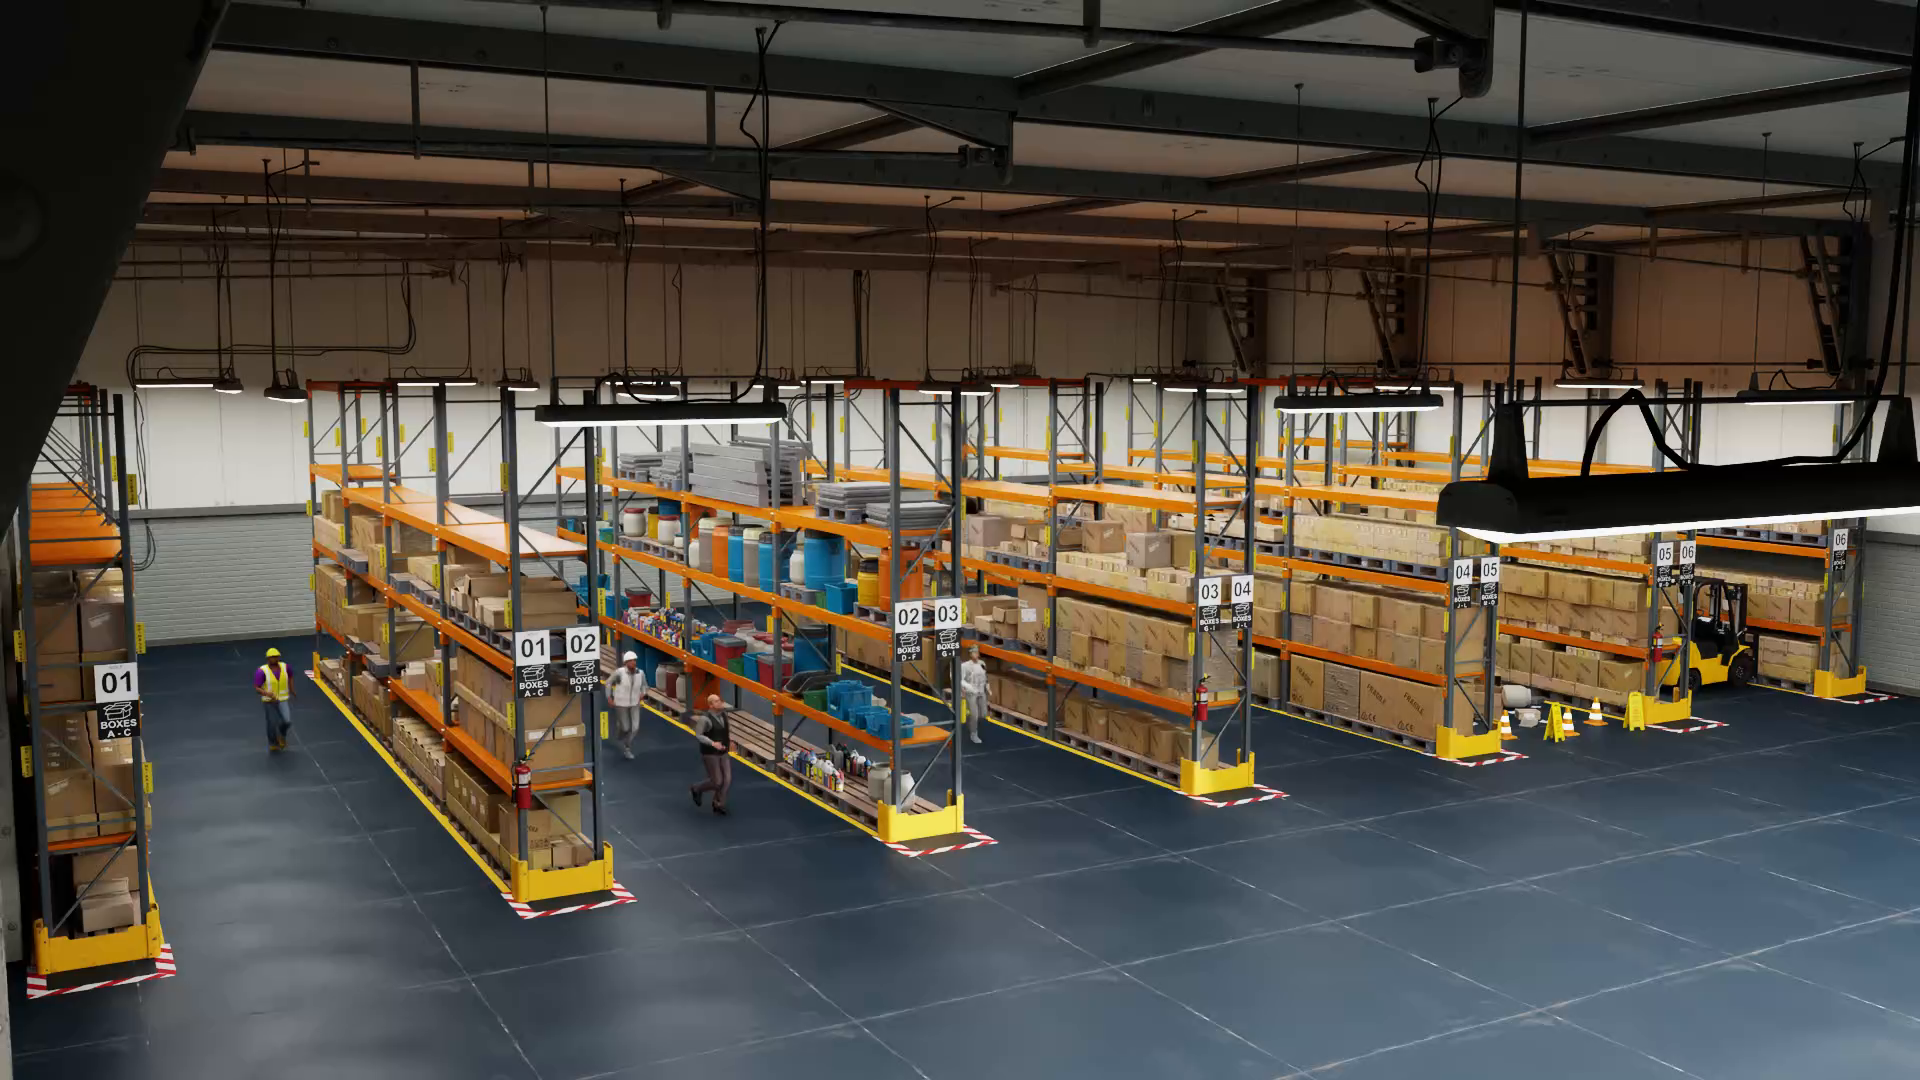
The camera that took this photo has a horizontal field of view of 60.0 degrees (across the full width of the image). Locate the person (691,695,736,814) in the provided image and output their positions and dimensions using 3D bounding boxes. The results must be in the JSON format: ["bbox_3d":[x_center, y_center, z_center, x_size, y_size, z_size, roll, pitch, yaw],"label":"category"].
[{"bbox_3d":[-3.475,3.005,23.441,0.654,1.681,0.654,4,7,32],"label":"person"}]

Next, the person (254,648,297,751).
[{"bbox_3d":[-11.074,2.597,26.966,0.682,1.716,0.699,-5,8,-38],"label":"person"}]

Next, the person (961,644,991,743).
[{"bbox_3d":[0.244,2.559,27.871,0.616,1.660,0.548,-3,7,-29],"label":"person"}]

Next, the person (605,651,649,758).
[{"bbox_3d":[-5.370,2.644,26.845,0.690,1.730,0.694,-3,7,-28],"label":"person"}]
